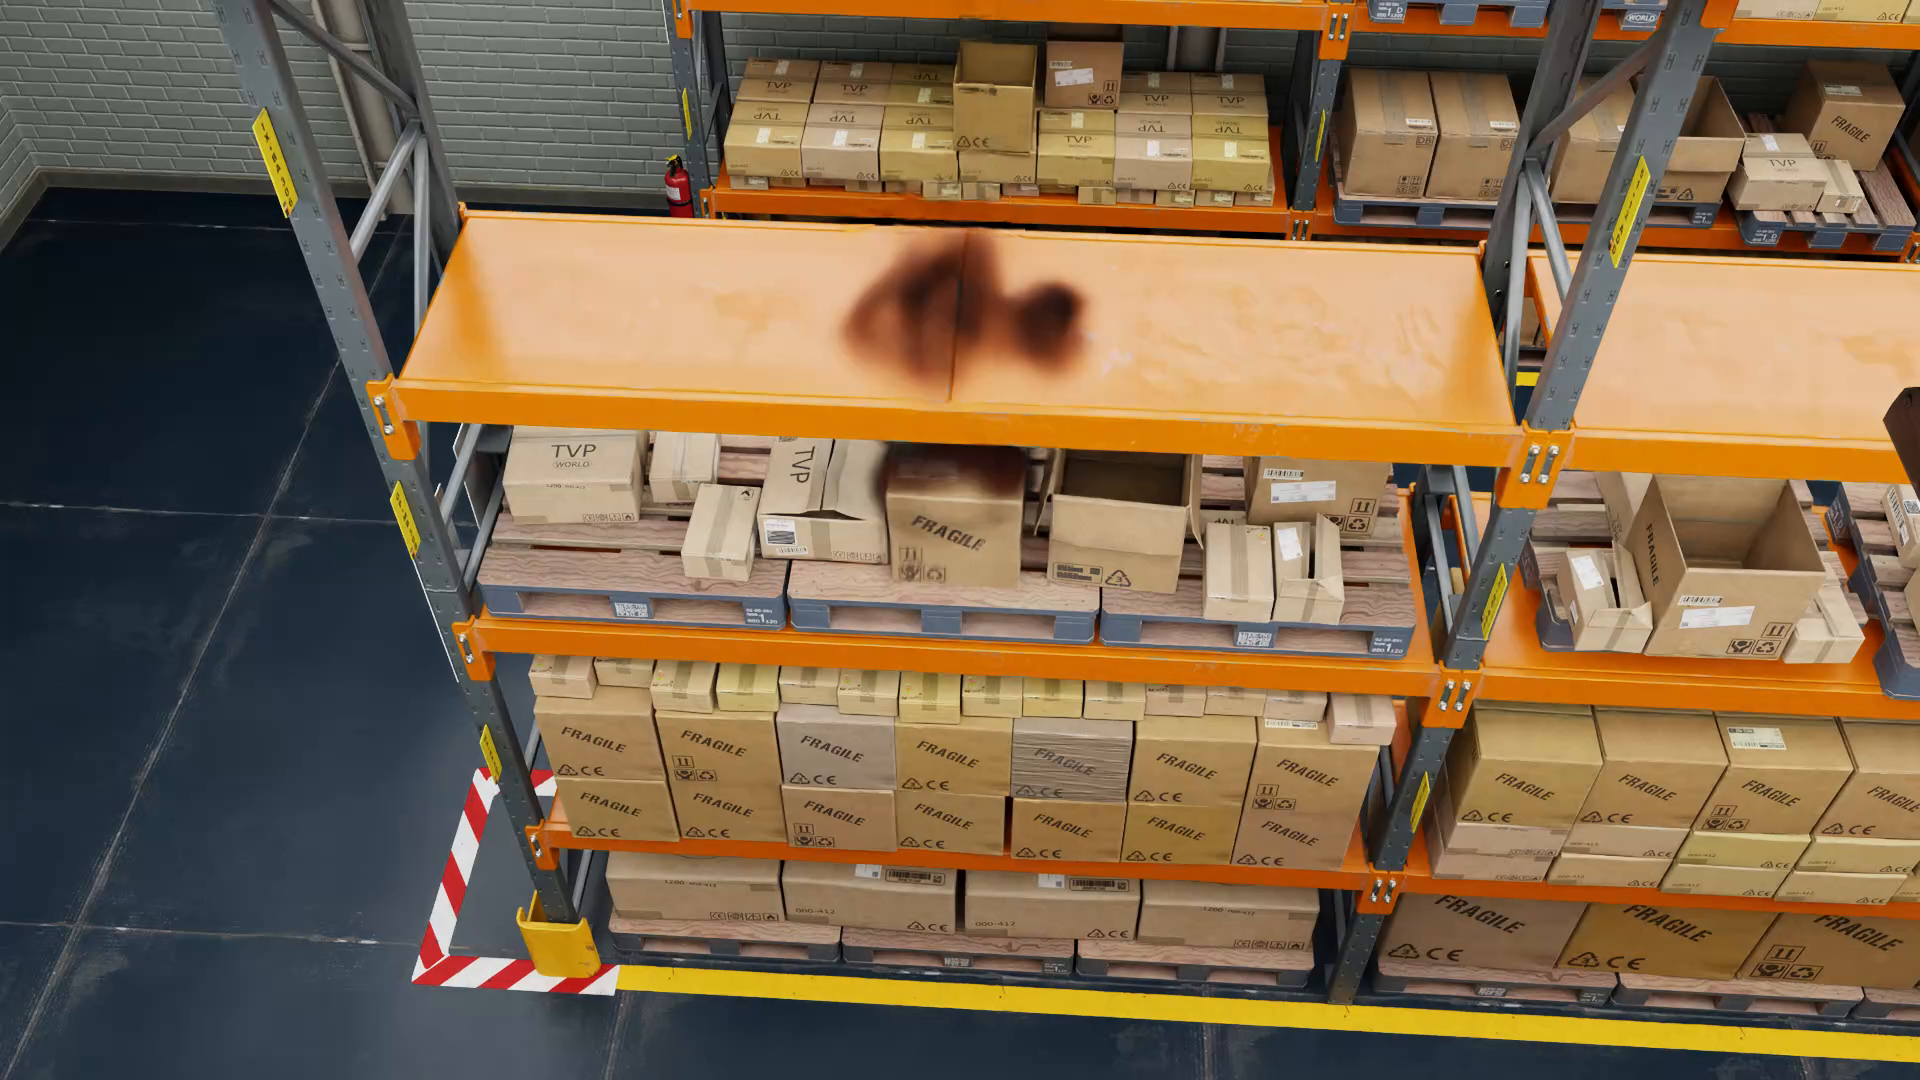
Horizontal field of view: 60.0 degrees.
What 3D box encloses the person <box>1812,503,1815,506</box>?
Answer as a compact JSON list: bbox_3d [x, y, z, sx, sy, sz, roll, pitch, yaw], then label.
[{"bbox_3d":[4.362,0.358,9.309,0.599,1.627,0.575,3,48,3],"label":"person"}]
